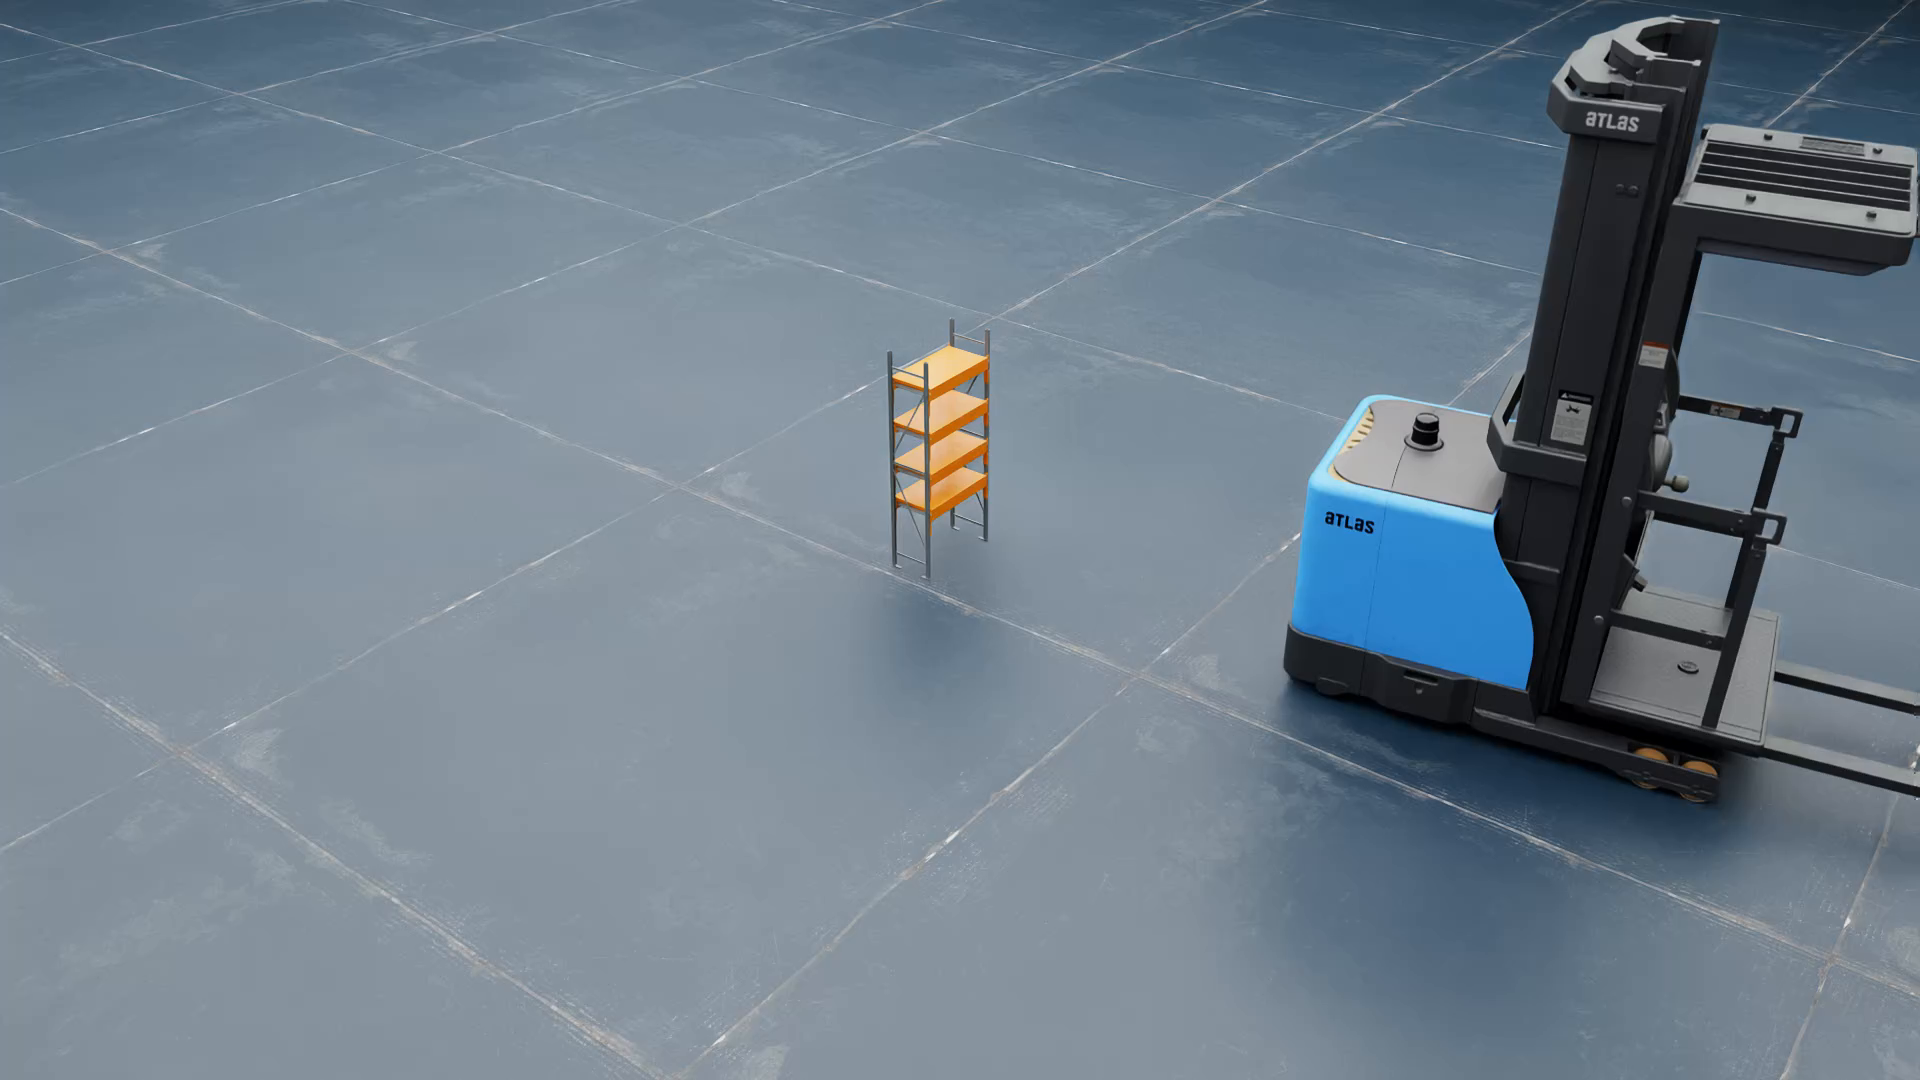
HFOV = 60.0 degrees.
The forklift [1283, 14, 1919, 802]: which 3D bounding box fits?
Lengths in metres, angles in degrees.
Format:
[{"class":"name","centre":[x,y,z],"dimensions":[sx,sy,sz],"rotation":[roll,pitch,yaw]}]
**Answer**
[{"class":"forklift","centre":[3.035,-0.483,6.690],"dimensions":[3.031,2.935,1.130],"rotation":[14,34,23]}]

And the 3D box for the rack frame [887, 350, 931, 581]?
[{"class":"rack frame","centre":[-0.247,-0.350,8.163],"dimensions":[0.240,1.200,0.015],"rotation":[21,37,31]}]

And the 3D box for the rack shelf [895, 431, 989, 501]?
[{"class":"rack shelf","centre":[-0.100,-0.391,8.365],"dimensions":[0.258,0.148,0.480],"rotation":[21,37,31]}]

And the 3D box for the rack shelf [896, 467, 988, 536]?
[{"class":"rack shelf","centre":[-0.100,-0.220,8.466],"dimensions":[0.258,0.148,0.480],"rotation":[21,37,31]}]

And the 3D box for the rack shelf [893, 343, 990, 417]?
[{"class":"rack shelf","centre":[-0.100,-0.787,8.130],"dimensions":[0.258,0.148,0.480],"rotation":[21,37,31]}]

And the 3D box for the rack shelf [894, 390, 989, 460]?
[{"class":"rack shelf","centre":[-0.100,-0.583,8.251],"dimensions":[0.258,0.148,0.480],"rotation":[21,37,31]}]

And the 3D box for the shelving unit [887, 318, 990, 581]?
[{"class":"shelving unit","centre":[-0.100,-0.449,8.331],"dimensions":[0.258,1.200,0.503],"rotation":[21,37,31]}]

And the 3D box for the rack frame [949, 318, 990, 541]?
[{"class":"rack frame","centre":[0.047,-0.548,8.498],"dimensions":[0.240,1.200,0.015],"rotation":[21,37,31]}]
